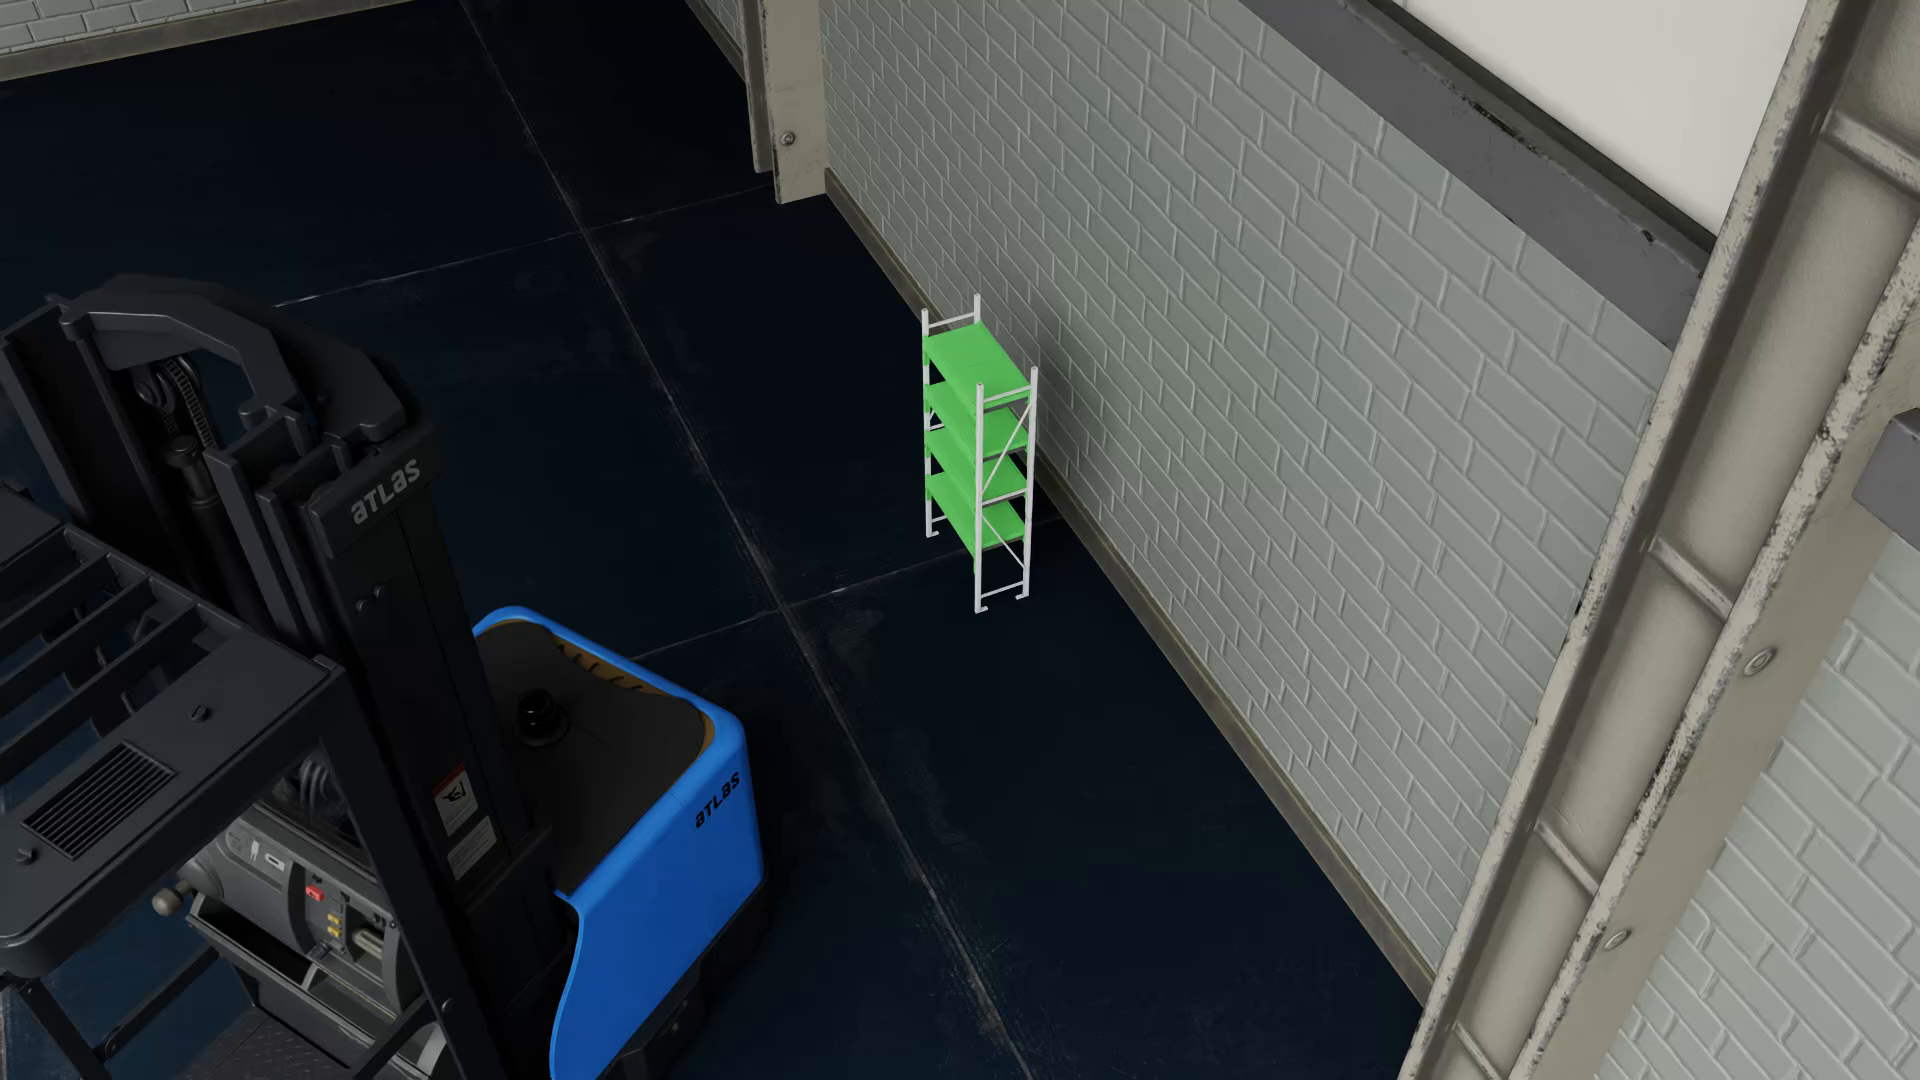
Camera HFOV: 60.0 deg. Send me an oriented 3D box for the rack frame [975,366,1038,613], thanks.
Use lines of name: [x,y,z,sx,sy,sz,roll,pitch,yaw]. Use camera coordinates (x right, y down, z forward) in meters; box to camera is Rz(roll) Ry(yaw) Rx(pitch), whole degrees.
rack frame: [0.172,-0.166,6.433,0.240,1.200,0.015,-18,47,-17]

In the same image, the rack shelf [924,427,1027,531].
rack shelf: [0.070,-0.276,6.635,0.258,0.148,0.480,-18,47,-17]

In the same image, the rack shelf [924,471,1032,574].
rack shelf: [0.070,-0.105,6.804,0.258,0.148,0.480,-18,47,-17]

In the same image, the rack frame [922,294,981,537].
rack frame: [-0.033,-0.477,6.748,0.240,1.200,0.015,-18,47,-17]

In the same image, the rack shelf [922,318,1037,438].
rack shelf: [0.070,-0.618,6.298,0.258,0.148,0.480,-18,47,-17]

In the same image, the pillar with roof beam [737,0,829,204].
pillar with roof beam: [-4.825,-3.910,4.674,9.100,9.000,0.400,-18,47,-17]

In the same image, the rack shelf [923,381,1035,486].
rack shelf: [0.070,-0.447,6.467,0.258,0.148,0.480,-18,47,-17]

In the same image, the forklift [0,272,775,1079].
forklift: [-1.845,0.967,4.052,1.130,2.935,3.031,24,49,22]

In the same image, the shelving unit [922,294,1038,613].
shelving unit: [0.070,-0.322,6.591,0.258,1.200,0.503,-18,47,-17]

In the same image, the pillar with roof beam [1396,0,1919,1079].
pillar with roof beam: [-2.302,-0.086,0.799,9.100,9.000,0.400,-18,47,-17]
